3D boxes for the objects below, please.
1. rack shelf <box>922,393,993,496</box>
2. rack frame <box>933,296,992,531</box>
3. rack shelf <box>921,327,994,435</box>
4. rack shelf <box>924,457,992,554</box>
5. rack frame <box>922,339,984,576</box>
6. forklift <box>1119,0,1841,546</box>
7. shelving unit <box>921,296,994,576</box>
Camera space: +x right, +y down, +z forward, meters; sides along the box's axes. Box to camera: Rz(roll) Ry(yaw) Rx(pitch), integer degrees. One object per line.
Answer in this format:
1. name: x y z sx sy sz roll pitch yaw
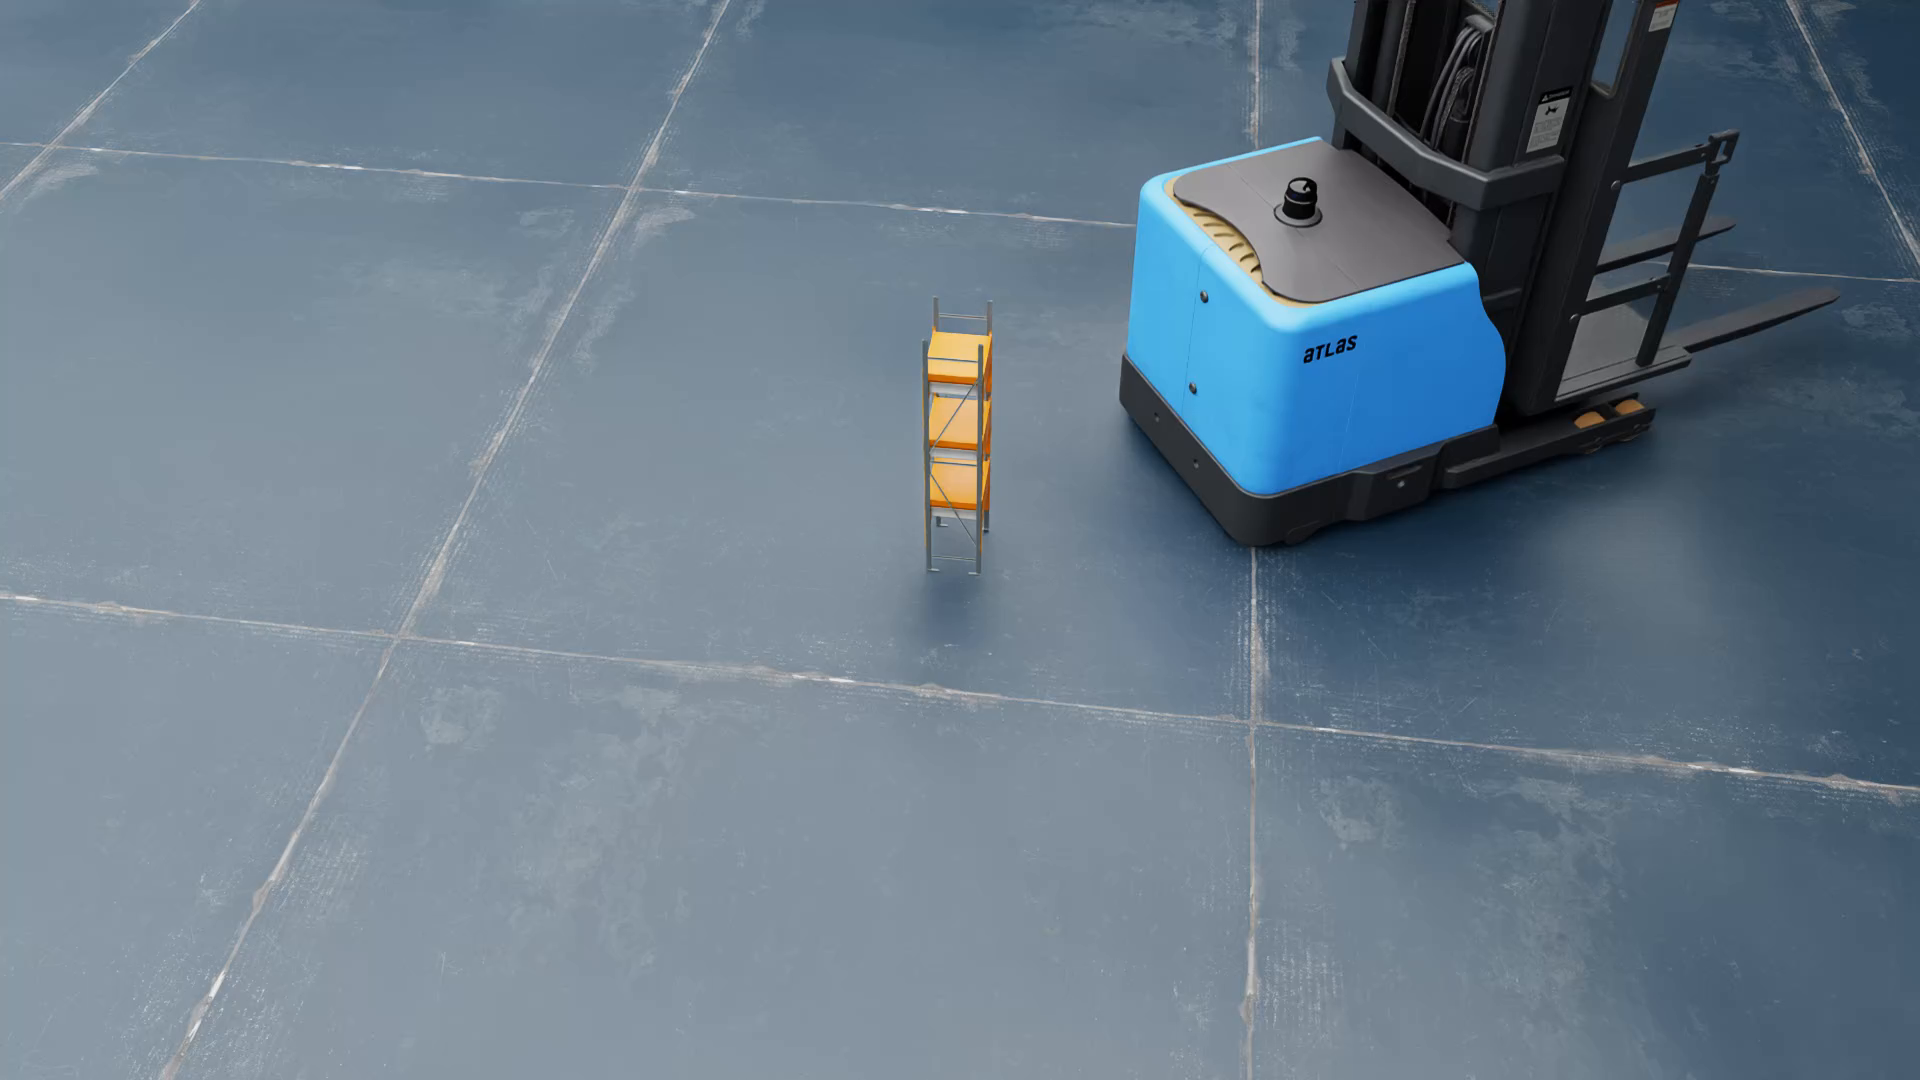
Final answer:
1. rack shelf: -0.007 -0.337 5.858 0.215 0.259 0.240 5 44 6
2. rack frame: 0.009 -0.428 5.938 0.200 1.050 0.008 5 44 6
3. rack shelf: -0.007 -0.543 5.663 0.215 0.259 0.240 5 44 6
4. rack shelf: -0.007 -0.135 6.049 0.215 0.259 0.240 5 44 6
5. rack frame: -0.023 -0.262 5.763 0.200 1.050 0.008 5 44 6
6. forklift: 2.207 -1.722 5.936 3.031 2.935 1.130 -17 46 -17
7. shelving unit: -0.007 -0.345 5.851 0.215 1.050 0.252 5 44 6
